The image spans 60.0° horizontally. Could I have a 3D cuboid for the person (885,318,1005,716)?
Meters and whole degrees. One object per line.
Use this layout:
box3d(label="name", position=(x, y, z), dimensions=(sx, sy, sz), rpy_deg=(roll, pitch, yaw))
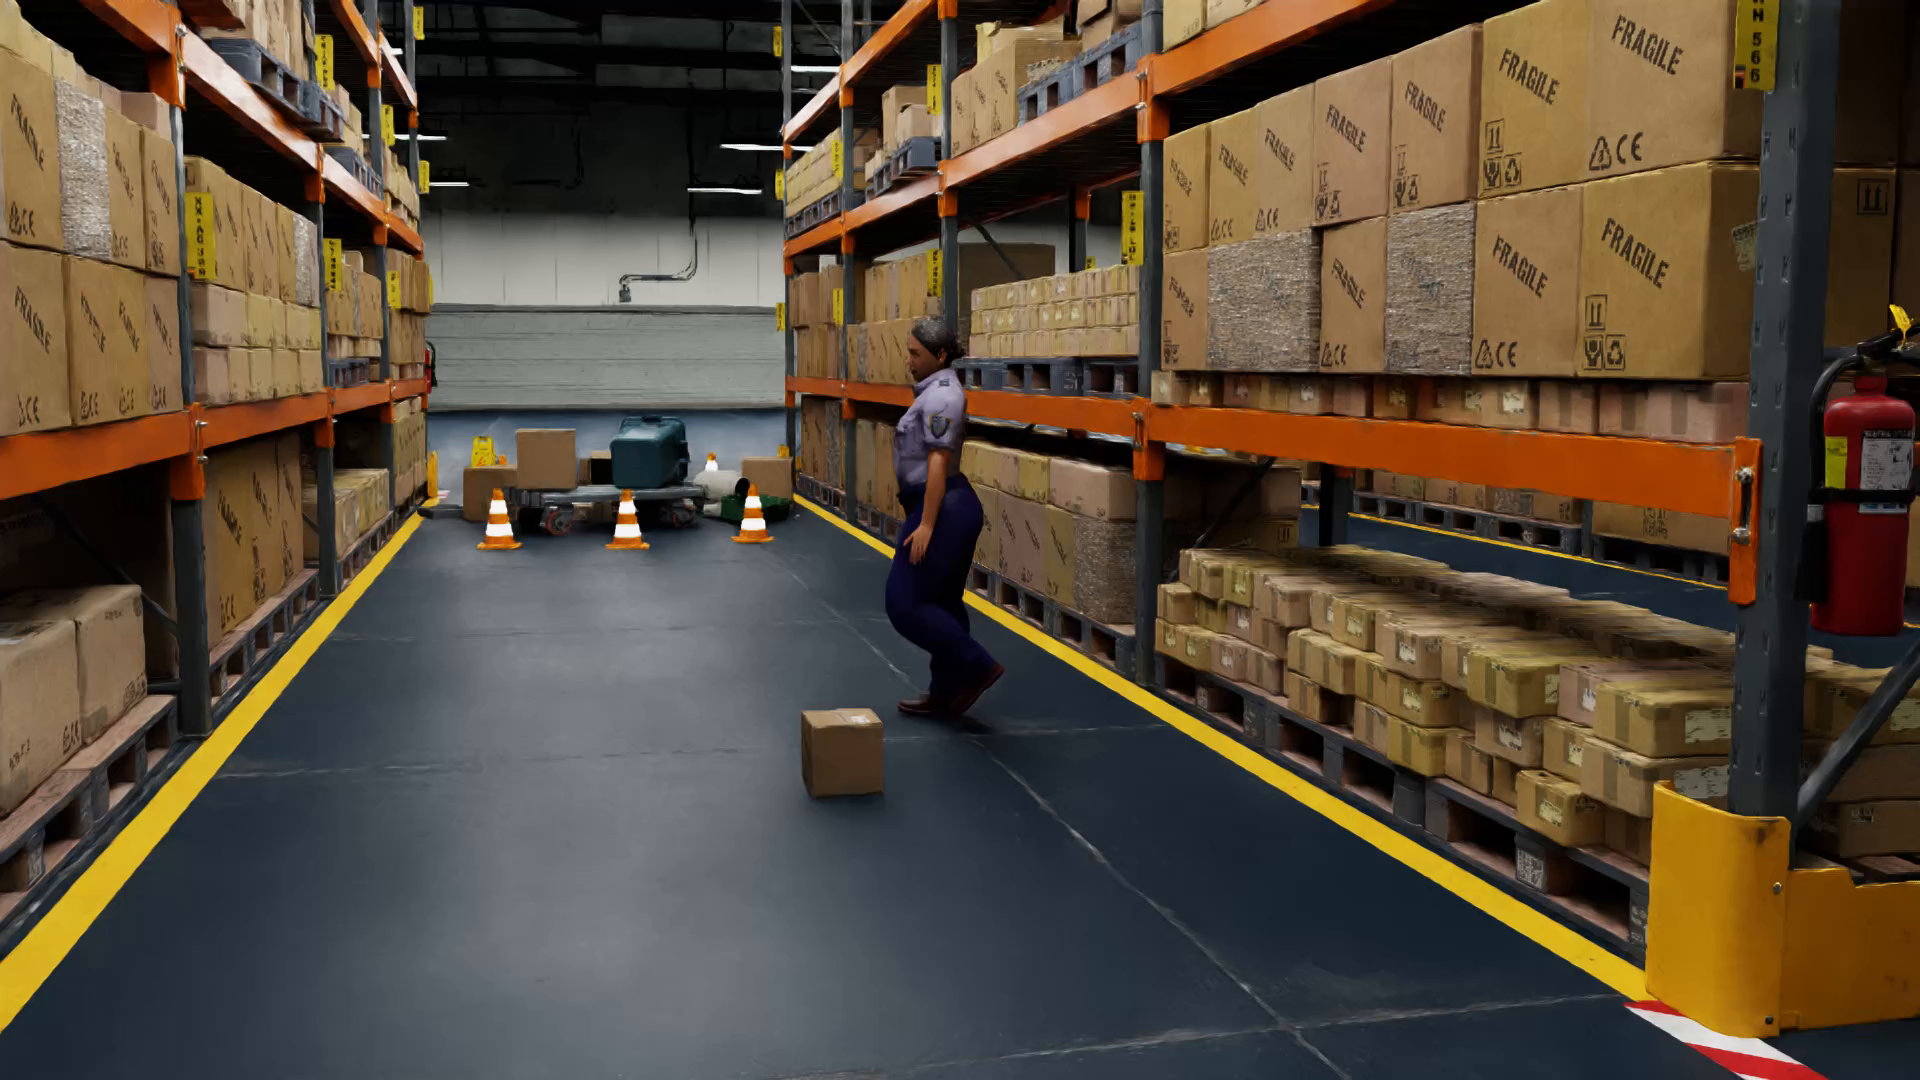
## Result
box3d(label="person", position=(-0.066, -0.065, 6.715), dimensions=(0.453, 1.644, 0.574), rpy_deg=(0, 6, 1))
